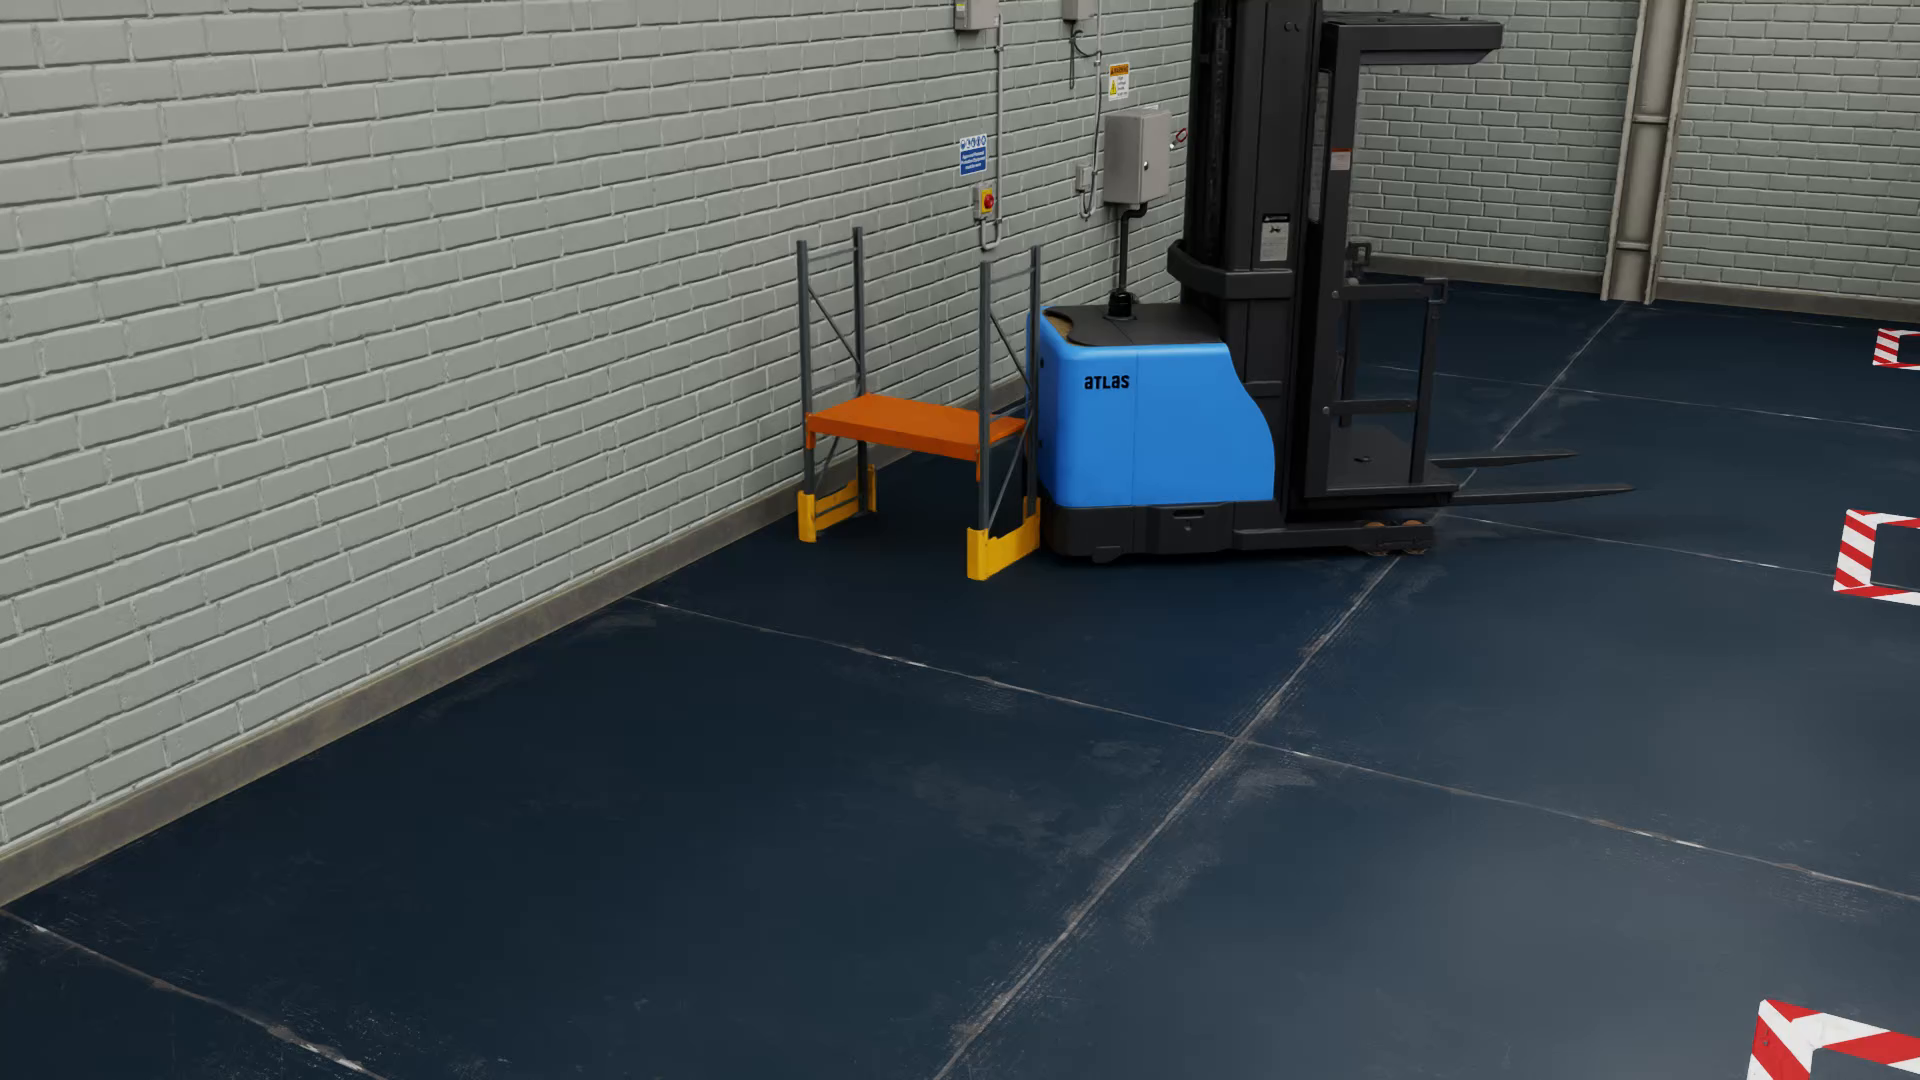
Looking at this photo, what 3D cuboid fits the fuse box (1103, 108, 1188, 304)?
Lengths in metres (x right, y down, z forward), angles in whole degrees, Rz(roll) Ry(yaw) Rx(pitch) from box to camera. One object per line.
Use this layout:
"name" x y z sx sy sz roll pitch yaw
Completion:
"fuse box" 1.308 -2.161 11.813 0.414 1.711 0.539 11 23 27

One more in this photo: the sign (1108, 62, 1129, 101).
"sign" 1.100 -3.173 11.502 0.001 0.242 0.339 11 23 27

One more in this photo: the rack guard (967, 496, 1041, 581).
"rack guard" 0.216 -0.013 8.034 0.087 0.250 0.587 12 23 30

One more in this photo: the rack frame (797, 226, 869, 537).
"rack frame" -0.628 -0.781 8.319 0.032 1.500 0.500 12 23 30

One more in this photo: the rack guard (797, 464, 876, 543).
"rack guard" -0.627 -0.193 8.532 0.087 0.250 0.587 12 23 30

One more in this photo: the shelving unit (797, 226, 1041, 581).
"shelving unit" -0.206 -0.691 8.070 1.083 1.500 0.587 12 23 30

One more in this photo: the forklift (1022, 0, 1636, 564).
"forklift" 1.885 -1.473 8.126 3.031 2.935 1.130 -3 20 -7

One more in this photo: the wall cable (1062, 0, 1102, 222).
"wall cable" 0.838 -3.067 10.932 0.122 1.984 0.588 11 23 27

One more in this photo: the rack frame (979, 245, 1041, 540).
"rack frame" 0.233 -0.597 7.811 0.032 1.500 0.500 12 23 30

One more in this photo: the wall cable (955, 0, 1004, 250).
"wall cable" 0.156 -2.658 9.758 0.123 1.953 0.585 11 23 27

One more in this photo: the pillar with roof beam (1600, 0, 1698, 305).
"pillar with roof beam" 3.494 -4.968 8.865 0.400 9.000 9.100 11 23 27

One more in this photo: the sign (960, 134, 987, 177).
"sign" 0.079 -2.288 9.879 0.001 0.218 0.327 11 23 27

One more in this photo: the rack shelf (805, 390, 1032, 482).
"rack shelf" -0.198 -0.520 8.126 1.000 0.185 0.538 12 23 30

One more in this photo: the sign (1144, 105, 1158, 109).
"sign" 1.368 -2.903 12.110 0.001 0.494 0.329 11 23 27
